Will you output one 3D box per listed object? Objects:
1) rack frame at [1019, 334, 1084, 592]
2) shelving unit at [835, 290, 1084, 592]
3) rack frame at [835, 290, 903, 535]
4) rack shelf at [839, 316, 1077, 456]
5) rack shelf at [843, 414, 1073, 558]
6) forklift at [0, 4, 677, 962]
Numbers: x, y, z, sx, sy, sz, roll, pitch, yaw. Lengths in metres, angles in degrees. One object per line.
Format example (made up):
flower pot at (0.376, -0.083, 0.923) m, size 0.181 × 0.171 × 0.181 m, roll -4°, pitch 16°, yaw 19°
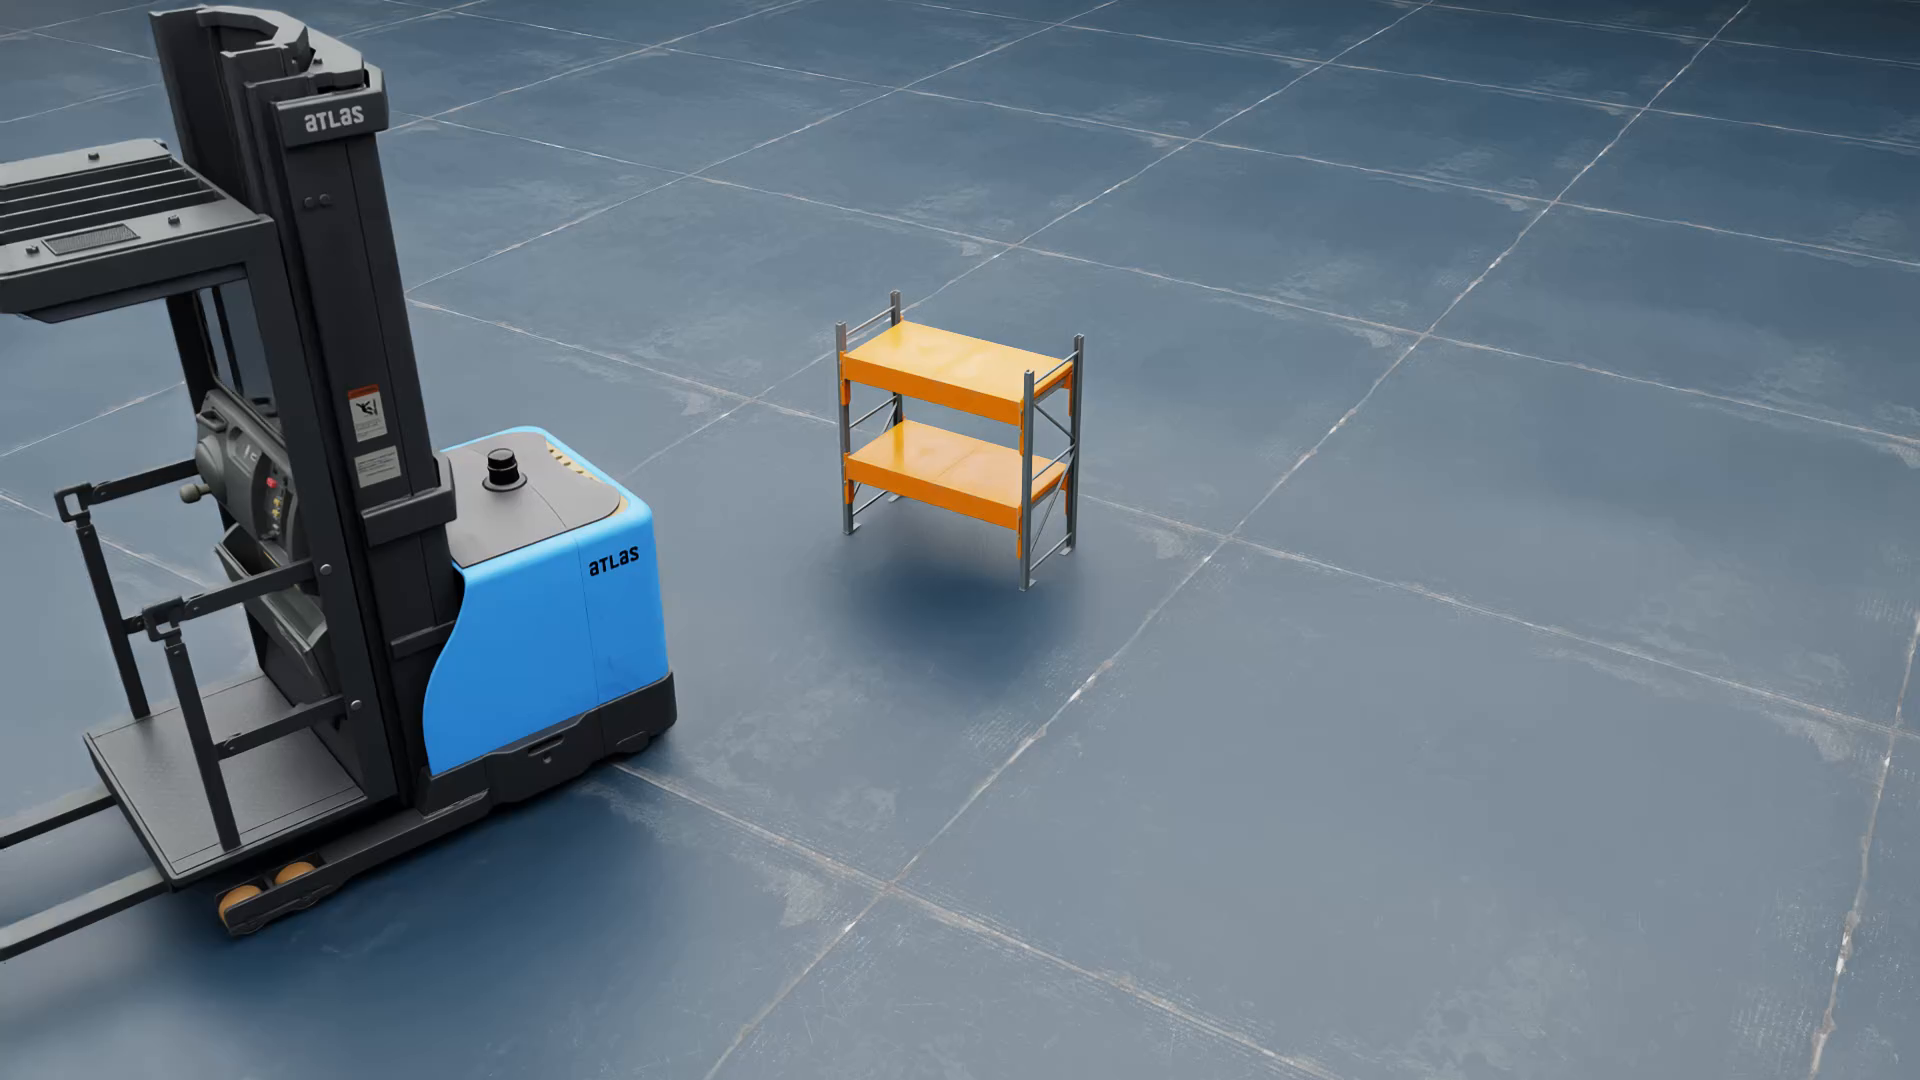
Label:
rack frame at (0.425, -0.351, 7.736) m, size 0.032 × 1.125 × 0.500 m, roll 18°, pitch 35°, yaw 27°
shelving unit at (-0.006, -0.488, 7.970) m, size 1.048 × 1.125 × 0.538 m, roll 18°, pitch 35°, yaw 27°
rack frame at (-0.436, -0.624, 8.203) m, size 0.032 × 1.125 × 0.500 m, roll 18°, pitch 35°, yaw 27°
rack shelf at (-0.006, -0.740, 7.822) m, size 1.000 × 0.278 × 0.538 m, roll 18°, pitch 35°, yaw 27°
rack shelf at (-0.006, -0.276, 8.093) m, size 1.000 × 0.278 × 0.538 m, roll 18°, pitch 35°, yaw 27°
forklift at (-2.621, -0.177, 5.645) m, size 3.031 × 2.935 × 1.130 m, roll -23°, pitch 37°, yaw -34°
